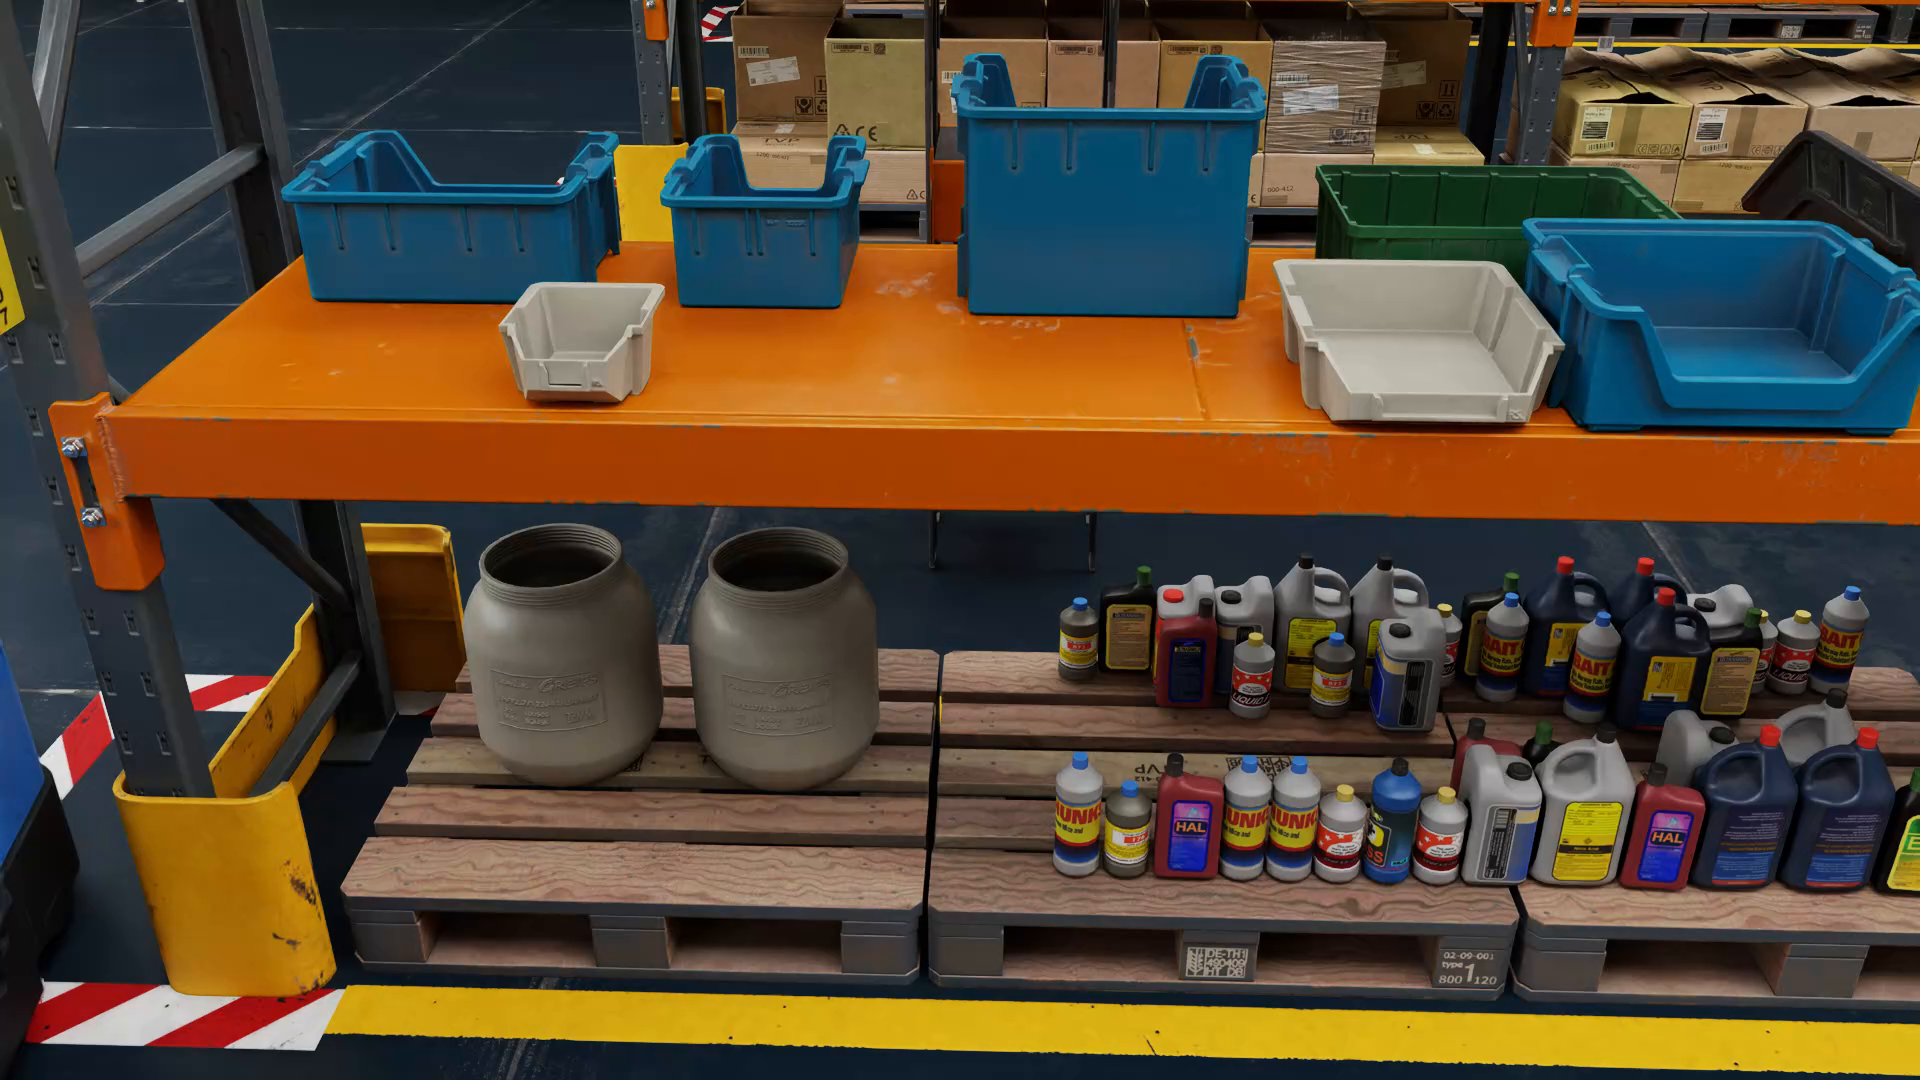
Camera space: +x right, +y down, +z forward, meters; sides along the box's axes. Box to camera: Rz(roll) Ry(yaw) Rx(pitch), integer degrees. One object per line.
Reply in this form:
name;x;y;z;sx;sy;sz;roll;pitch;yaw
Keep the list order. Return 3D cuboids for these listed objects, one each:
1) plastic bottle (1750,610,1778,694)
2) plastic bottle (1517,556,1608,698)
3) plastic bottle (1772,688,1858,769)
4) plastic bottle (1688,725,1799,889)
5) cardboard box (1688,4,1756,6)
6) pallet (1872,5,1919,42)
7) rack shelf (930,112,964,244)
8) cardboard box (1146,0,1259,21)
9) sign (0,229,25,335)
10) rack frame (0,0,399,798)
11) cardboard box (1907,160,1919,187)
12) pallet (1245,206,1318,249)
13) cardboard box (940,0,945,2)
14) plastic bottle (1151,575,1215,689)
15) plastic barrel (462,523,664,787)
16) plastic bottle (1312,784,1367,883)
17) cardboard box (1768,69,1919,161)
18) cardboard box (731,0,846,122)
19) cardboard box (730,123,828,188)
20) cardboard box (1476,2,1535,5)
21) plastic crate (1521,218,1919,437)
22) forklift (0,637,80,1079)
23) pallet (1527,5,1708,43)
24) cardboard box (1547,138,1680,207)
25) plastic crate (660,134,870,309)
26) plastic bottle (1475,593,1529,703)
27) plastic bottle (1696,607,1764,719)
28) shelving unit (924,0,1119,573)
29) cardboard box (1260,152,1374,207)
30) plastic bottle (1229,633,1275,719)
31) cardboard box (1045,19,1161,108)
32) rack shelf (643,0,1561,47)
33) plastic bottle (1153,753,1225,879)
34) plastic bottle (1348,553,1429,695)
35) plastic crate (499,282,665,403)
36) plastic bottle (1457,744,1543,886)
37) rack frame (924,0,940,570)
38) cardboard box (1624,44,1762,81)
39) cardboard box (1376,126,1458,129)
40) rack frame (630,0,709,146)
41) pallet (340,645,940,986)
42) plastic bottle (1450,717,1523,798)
plastic bottle;1.935;0.265;4.065;0.097;0.201;0.097;0;28;0
plastic bottle;1.461;0.202;4.024;0.185;0.351;0.144;0;28;0
plastic bottle;1.792;0.470;3.520;0.185;0.351;0.144;1;28;2
plastic bottle;1.596;0.534;3.399;0.185;0.351;0.144;0;28;-1
cardboard box;5.556;-4.275;12.310;0.500;0.500;0.700;1;28;2
pallet;7.574;-3.854;12.295;1.213;0.211;1.003;1;28;2
rack shelf;0.165;-0.913;4.759;0.480;0.518;0.431;1;28;2
cardboard box;1.168;-2.354;8.175;0.500;0.500;0.500;1;28;2
sign;-1.580;-0.494;2.684;0.005;0.325;0.100;1;28;2
rack frame;-1.556;-0.629;3.234;0.127;3.000;1.000;1;28;2
cardboard box;4.551;-1.704;7.750;0.500;0.250;0.500;1;28;3
pallet;1.826;-1.682;8.198;1.213;0.211;1.003;1;28;2
cardboard box;0.051;-4.210;12.390;0.500;0.311;0.500;3;28;6
plastic bottle;0.545;0.222;4.067;0.135;0.276;0.152;1;28;2
plastic barrel;-0.896;0.260;3.766;0.421;0.512;0.421;0;28;0
plastic bottle;0.786;0.598;3.438;0.097;0.201;0.097;0;28;0
cardboard box;4.041;-1.958;7.629;0.500;0.311;0.500;0;28;0
cardboard box;-0.831;-2.380;8.224;0.500;0.500;0.500;1;28;2
cardboard box;-0.850;-1.805;7.940;0.500;0.250;0.500;1;28;2
cardboard box;4.045;-4.301;12.360;0.500;0.500;0.700;0;28;1
plastic crate;1.326;-0.389;2.939;0.616;0.251;0.499;1;28;2
forklift;-2.230;0.200;1.744;1.130;2.935;3.031;-5;28;-9
pallet;4.791;-3.937;12.452;1.213;0.211;1.003;1;28;2
cardboard box;3.014;-1.730;7.797;0.500;0.250;0.500;0;28;1
plastic crate;-0.397;-0.682;3.492;0.408;0.251;0.499;1;28;2
plastic bottle;1.312;0.252;4.015;0.097;0.271;0.097;0;28;0
plastic bottle;1.811;0.290;3.932;0.133;0.283;0.061;1;28;2
shelving unit;0.165;-0.925;4.753;0.503;2.100;0.431;1;28;2
cardboard box;1.649;-1.770;7.875;0.500;0.250;0.500;1;28;2
plastic bottle;0.698;0.316;3.969;0.097;0.201;0.097;0;28;0
cardboard box;0.649;-2.111;7.716;0.500;0.500;0.500;1;28;2
rack shelf;0.621;-2.597;7.714;4.000;0.370;1.077;1;28;2
plastic bottle;0.470;0.565;3.413;0.133;0.283;0.061;1;28;3
plastic bottle;1.036;0.195;4.038;0.185;0.351;0.144;1;28;1
plastic crate;-0.673;-0.347;2.984;0.250;0.136;0.298;1;28;2
plastic bottle;1.111;0.557;3.435;0.135;0.276;0.152;1;28;3
rack frame;-0.078;-0.929;4.761;0.015;2.100;0.400;1;28;2
cardboard box;3.555;-2.222;8.127;0.500;0.311;0.500;2;28;3
cardboard box;2.167;-2.002;8.311;0.500;0.250;0.500;1;28;2
rack frame;-1.378;-2.948;7.608;0.127;3.000;1.000;1;28;2
pallet;-0.667;0.598;3.897;1.213;0.211;1.003;1;28;2
plastic bottle;1.114;0.504;3.527;0.133;0.283;0.061;1;28;2
